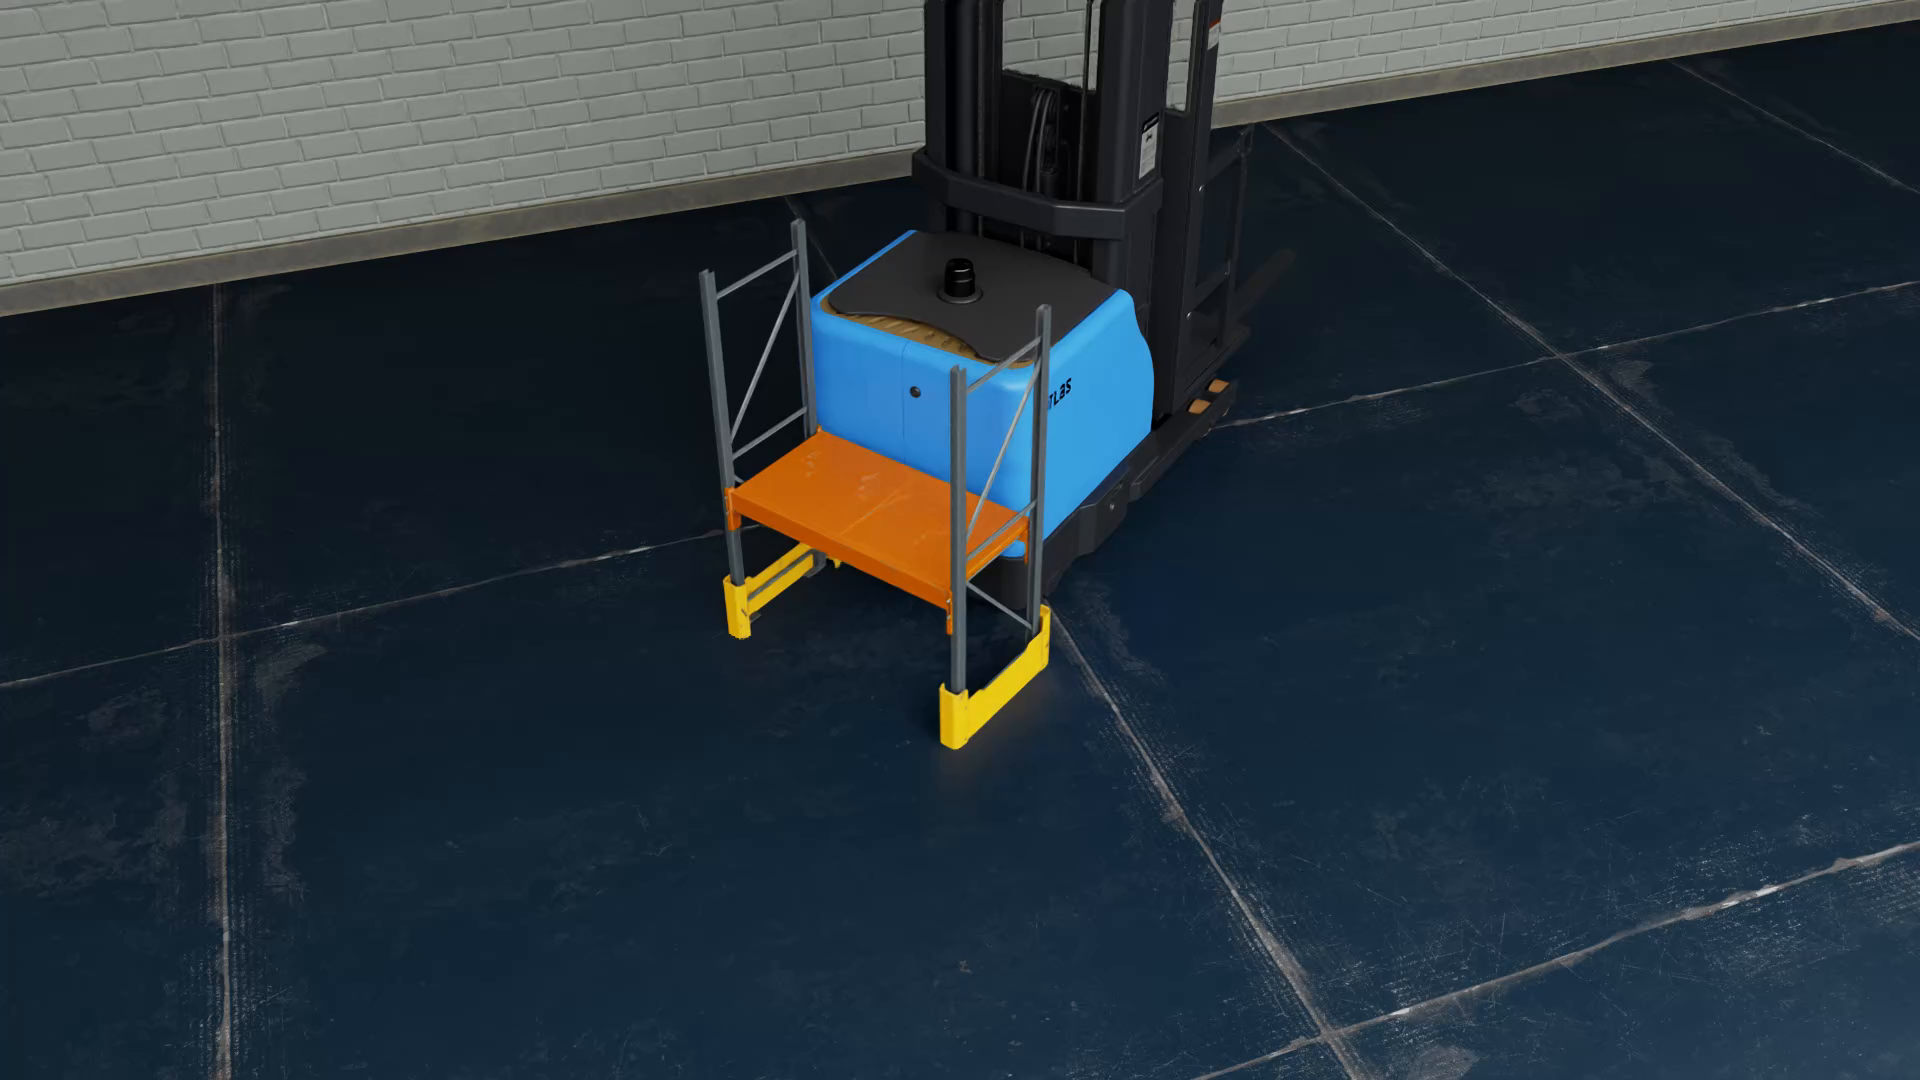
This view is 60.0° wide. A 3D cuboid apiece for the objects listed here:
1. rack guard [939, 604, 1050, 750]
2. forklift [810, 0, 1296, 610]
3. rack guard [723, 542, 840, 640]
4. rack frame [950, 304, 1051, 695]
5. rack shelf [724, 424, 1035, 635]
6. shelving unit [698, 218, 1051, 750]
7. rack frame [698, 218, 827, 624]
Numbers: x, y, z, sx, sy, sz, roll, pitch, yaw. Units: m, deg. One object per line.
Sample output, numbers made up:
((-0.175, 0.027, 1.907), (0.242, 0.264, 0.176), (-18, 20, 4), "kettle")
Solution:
((0.128, 0.477, 5.908), (0.087, 0.250, 0.587), (24, 43, 28), "rack guard")
((0.590, -1.763, 6.654), (1.130, 2.935, 3.031), (21, 42, 25), "forklift")
((-0.676, 0.123, 6.378), (0.087, 0.250, 0.587), (24, 43, 28), "rack guard")
((0.129, -0.021, 5.532), (0.032, 1.500, 0.500), (24, 43, 28), "rack frame")
((-0.281, -0.058, 5.880), (1.000, 0.185, 0.538), (24, 43, 28), "rack shelf")
((-0.274, -0.199, 5.767), (1.083, 1.500, 0.587), (24, 43, 28), "shelving unit")
((-0.691, -0.383, 6.012), (0.032, 1.500, 0.500), (24, 43, 28), "rack frame")
